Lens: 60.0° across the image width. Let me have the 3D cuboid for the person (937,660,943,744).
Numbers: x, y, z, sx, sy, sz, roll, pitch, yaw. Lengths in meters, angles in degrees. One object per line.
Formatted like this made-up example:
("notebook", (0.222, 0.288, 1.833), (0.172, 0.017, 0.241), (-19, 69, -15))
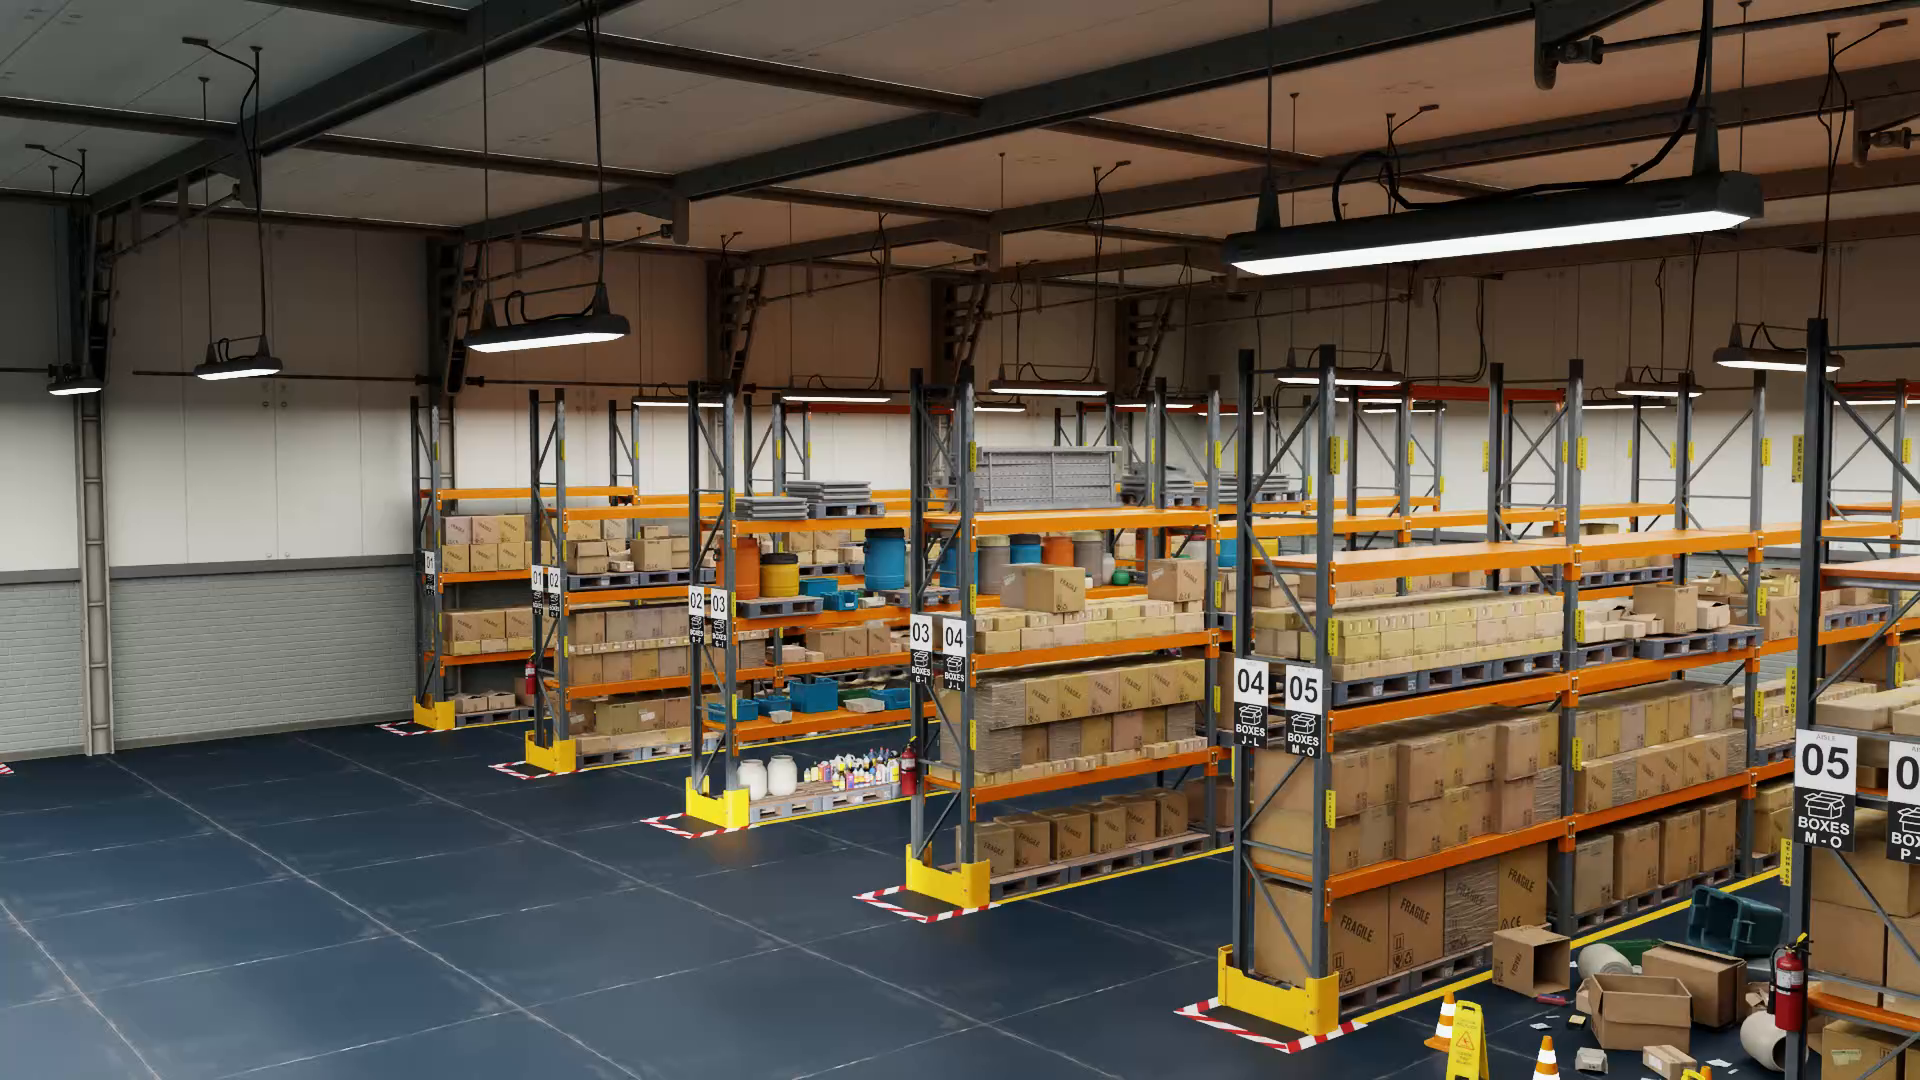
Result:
("person", (-0.094, 2.405, 27.429), (0.763, 1.824, 0.676), (-3, 4, -37))

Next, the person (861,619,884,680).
("person", (-1.860, 2.024, 33.718), (0.717, 1.795, 0.644), (3, 5, 43))
